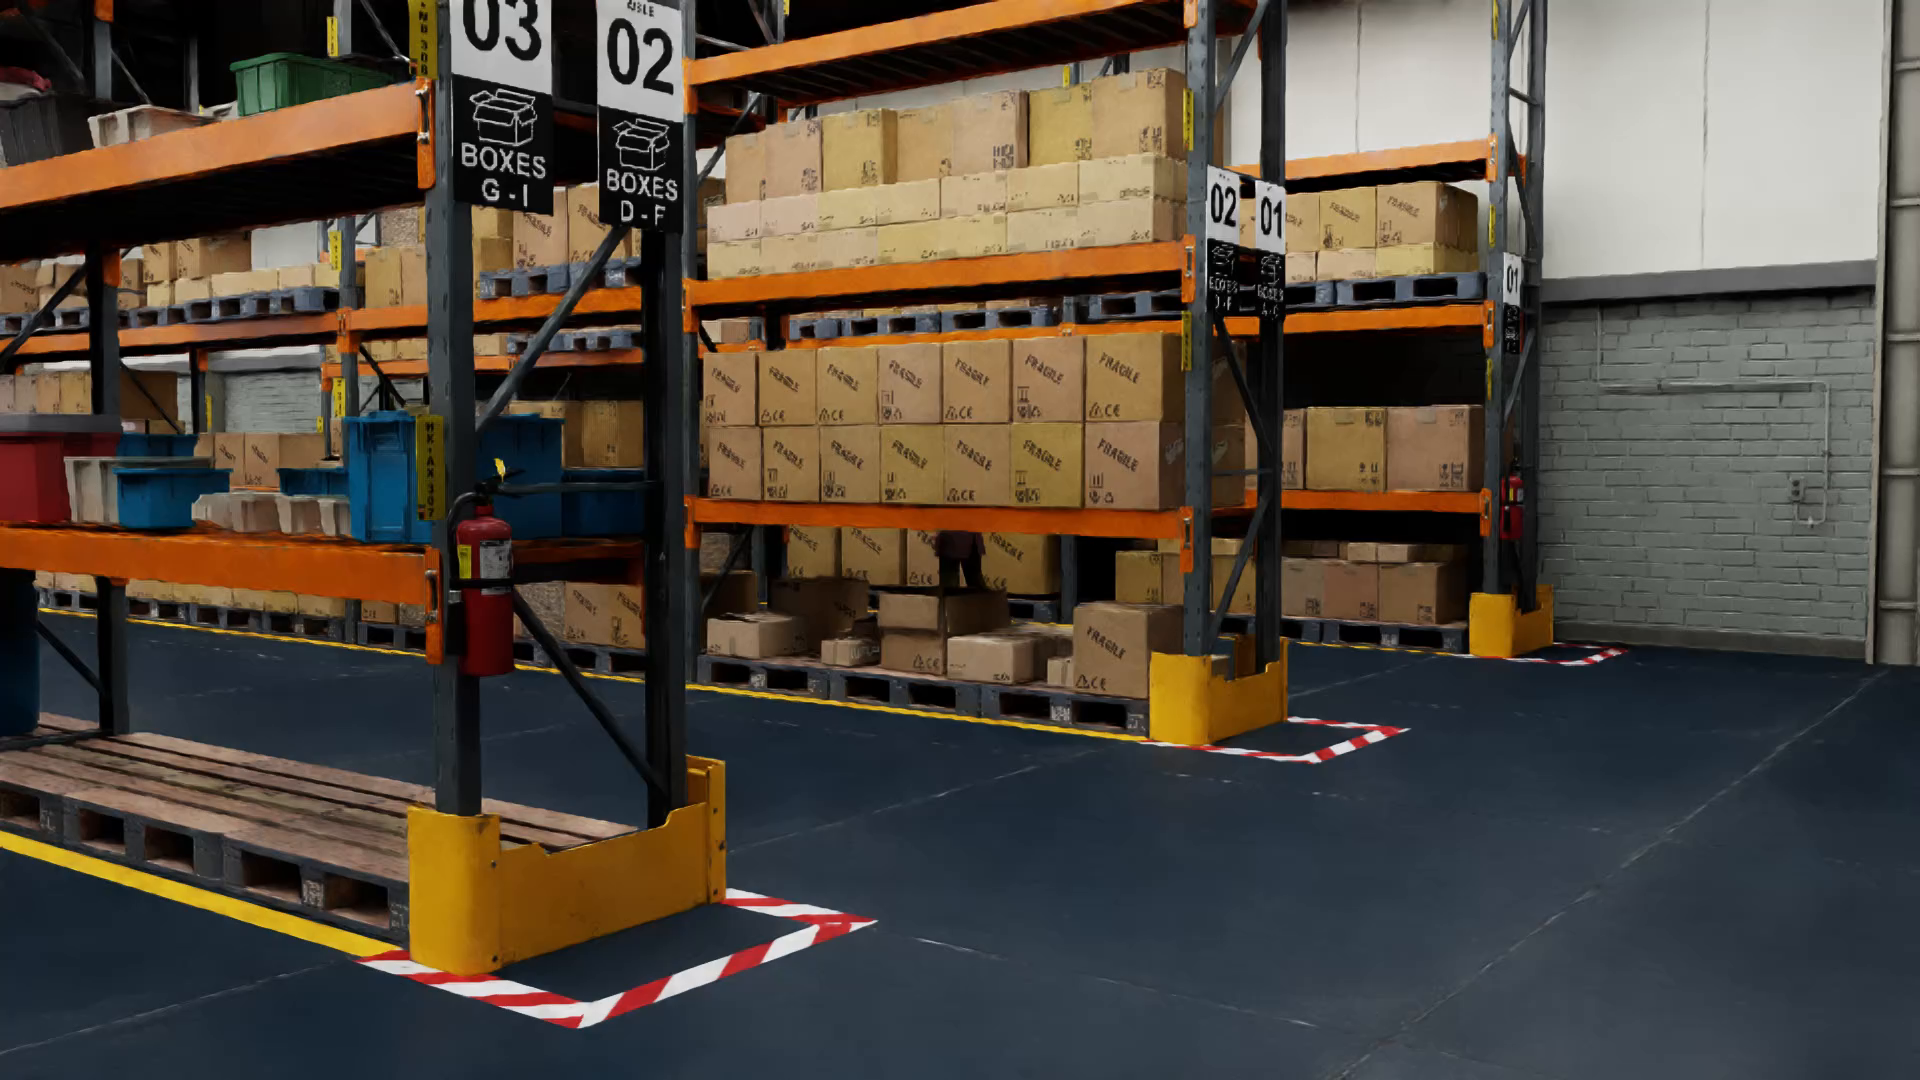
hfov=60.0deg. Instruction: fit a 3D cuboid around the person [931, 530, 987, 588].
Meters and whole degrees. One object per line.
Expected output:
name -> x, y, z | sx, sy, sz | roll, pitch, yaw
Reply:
person -> -0.017, -0.038, 14.984 | 0.476, 1.822, 0.645 | 2, 4, 37
